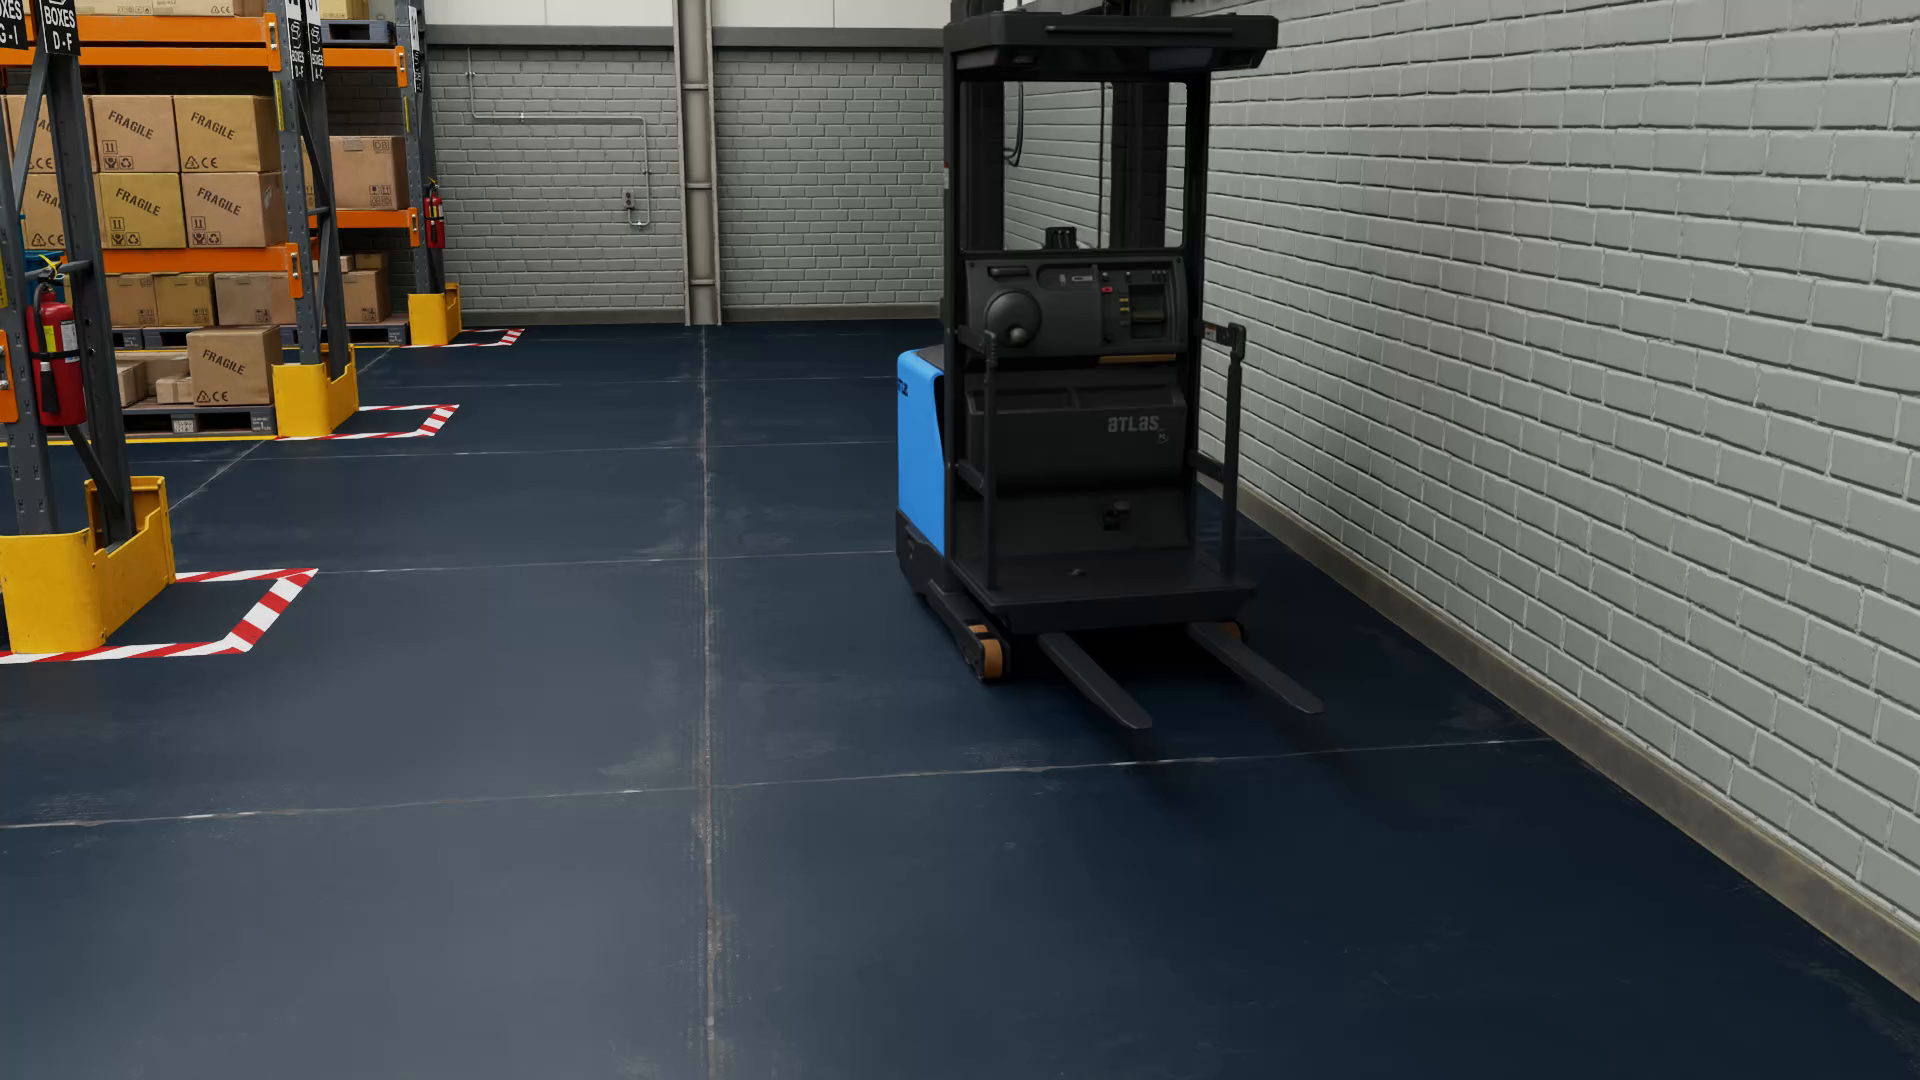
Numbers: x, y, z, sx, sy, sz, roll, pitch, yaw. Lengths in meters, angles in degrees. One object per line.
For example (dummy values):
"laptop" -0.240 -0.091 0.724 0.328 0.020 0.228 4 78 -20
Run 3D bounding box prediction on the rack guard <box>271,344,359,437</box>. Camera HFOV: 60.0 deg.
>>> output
"rack guard" -4.668 -1.100 12.082 0.348 0.500 1.175 -2 14 -8

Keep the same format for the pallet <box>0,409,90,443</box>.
"pallet" -6.660 -0.888 11.828 1.213 0.211 1.003 -2 14 -8

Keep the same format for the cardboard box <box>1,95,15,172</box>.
"cardboard box" -6.511 -2.710 11.099 0.500 0.500 0.500 -2 14 -7

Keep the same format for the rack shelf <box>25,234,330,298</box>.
"rack shelf" -6.571 -1.894 11.587 4.000 0.370 1.077 -2 14 -8

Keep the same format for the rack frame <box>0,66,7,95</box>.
"rack frame" -9.290 -3.362 15.961 0.127 3.000 1.000 -2 14 -8

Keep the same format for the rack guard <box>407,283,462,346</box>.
"rack guard" -5.311 -2.295 16.847 0.348 0.500 1.175 -2 14 -8

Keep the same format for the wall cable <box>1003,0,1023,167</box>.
"wall cable" 0.312 -5.030 16.662 0.112 2.526 3.097 -2 14 -8

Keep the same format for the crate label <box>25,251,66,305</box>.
"crate label" -4.152 -1.142 7.330 0.303 0.233 0.416 -2 14 -8

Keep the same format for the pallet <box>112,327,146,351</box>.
"pallet" -8.526 -2.018 16.335 1.213 0.211 1.003 -2 14 -8

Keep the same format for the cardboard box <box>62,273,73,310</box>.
"cardboard box" -8.535 -2.356 16.224 0.500 0.500 0.700 -2 14 -8

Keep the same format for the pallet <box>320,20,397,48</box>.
"pallet" -6.067 -4.890 16.068 1.213 0.211 1.003 -2 14 -8

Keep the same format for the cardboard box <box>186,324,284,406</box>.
"cardboard box" -5.094 -1.238 11.724 0.500 0.500 0.500 -2 14 -8

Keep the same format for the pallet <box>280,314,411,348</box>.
"pallet" -6.114 -2.107 16.688 1.213 0.211 1.003 -2 14 -8

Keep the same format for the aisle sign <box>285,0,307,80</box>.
"aisle sign" -4.480 -3.505 11.188 0.004 0.787 0.394 -2 14 -8

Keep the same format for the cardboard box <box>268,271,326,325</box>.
"cardboard box" -6.507 -2.431 16.523 0.500 0.500 0.700 -2 14 -8

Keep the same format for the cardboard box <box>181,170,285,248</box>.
"cardboard box" -4.995 -2.282 11.451 0.500 0.500 0.500 -2 14 -7

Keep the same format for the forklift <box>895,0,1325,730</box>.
"forklift" 0.533 -0.972 6.573 1.130 2.935 3.031 -3 14 -13

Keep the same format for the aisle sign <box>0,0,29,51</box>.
"aisle sign" -3.744 -2.317 6.450 0.004 0.787 0.394 -2 14 -8

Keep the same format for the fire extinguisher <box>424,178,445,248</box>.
"fire extinguisher" -5.117 -3.183 16.173 0.183 0.674 0.296 -2 14 -8

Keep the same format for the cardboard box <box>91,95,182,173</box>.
"cardboard box" -5.491 -2.748 11.253 0.500 0.500 0.500 -2 14 -7

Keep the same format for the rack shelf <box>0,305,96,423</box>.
"rack shelf" -5.836 -0.703 6.836 4.000 0.370 1.077 -2 14 -8

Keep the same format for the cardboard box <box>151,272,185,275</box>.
"cardboard box" -7.653 -2.658 16.095 0.250 0.149 0.380 -3 14 -10

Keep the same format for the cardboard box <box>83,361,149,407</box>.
"cardboard box" -6.038 -1.089 11.646 0.500 0.250 0.500 -2 14 -8

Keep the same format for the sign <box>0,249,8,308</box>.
"sign" -3.761 -1.071 6.492 0.005 0.325 0.100 -2 14 -8

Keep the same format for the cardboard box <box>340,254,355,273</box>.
"cardboard box" -6.112 -2.715 16.323 0.250 0.149 0.380 -2 14 -9

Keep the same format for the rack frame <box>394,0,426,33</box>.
"rack frame" -5.335 -6.417 15.810 0.127 3.000 1.000 -2 14 -8

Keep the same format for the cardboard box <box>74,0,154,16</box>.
"cardboard box" -5.558 -3.600 11.053 0.500 0.250 0.500 -2 14 -8

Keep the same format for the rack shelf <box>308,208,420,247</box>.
"rack shelf" -7.312 -3.086 16.338 4.000 0.370 1.077 -2 14 -8

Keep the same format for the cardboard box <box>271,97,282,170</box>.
"cardboard box" -5.071 -2.896 11.844 0.500 0.500 0.500 -2 14 -7

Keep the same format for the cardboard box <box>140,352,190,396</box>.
"cardboard box" -5.667 -1.226 12.191 0.500 0.250 0.500 -2 14 -8

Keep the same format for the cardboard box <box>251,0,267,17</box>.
"cardboard box" -5.139 -3.740 11.612 0.500 0.250 0.500 -2 14 -8

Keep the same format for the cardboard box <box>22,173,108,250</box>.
"cardboard box" -6.002 -2.246 11.306 0.500 0.500 0.500 -2 14 -8

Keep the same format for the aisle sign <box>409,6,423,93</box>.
"aisle sign" -5.219 -4.698 15.946 0.004 0.787 0.394 -2 14 -8

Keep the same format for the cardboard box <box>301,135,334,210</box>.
"cardboard box" -6.555 -3.603 16.304 0.700 0.700 0.980 -2 14 -9

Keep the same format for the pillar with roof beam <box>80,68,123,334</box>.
"pillar with roof beam" -8.085 -5.470 12.033 0.400 9.000 9.100 -2 14 -8

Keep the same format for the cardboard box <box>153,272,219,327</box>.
"cardboard box" -7.530 -2.391 16.366 0.500 0.500 0.700 -2 14 -7

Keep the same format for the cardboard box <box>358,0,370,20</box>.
"cardboard box" -6.093 -5.174 16.259 0.500 0.250 0.500 -1 14 -5
